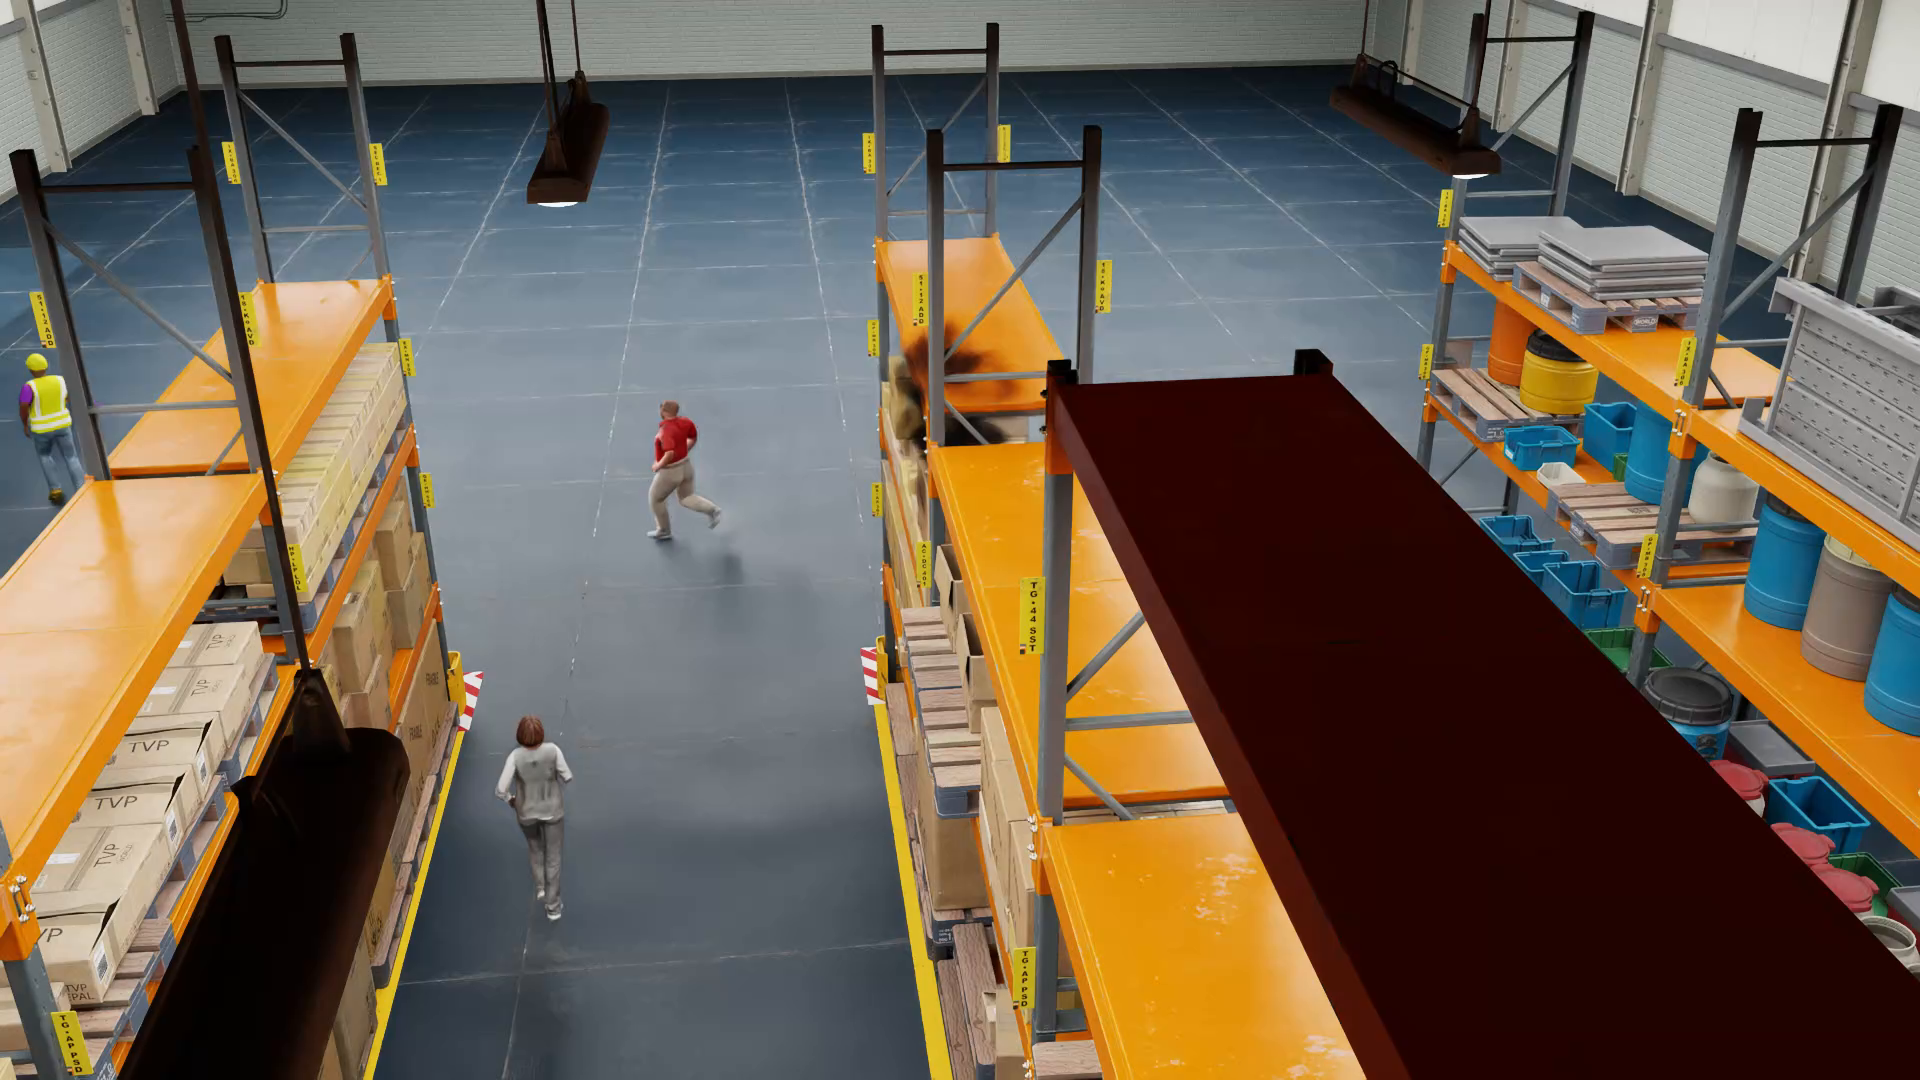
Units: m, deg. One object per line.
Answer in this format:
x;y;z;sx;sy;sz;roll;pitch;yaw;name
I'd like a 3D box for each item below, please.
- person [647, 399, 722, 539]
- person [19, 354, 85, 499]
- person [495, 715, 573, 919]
-3.077;-0.730;18.135;0.939;1.708;0.651;15;29;29;person
-10.388;-1.253;19.077;0.720;1.834;0.787;-23;34;-39;person
-3.008;1.971;11.914;0.514;1.679;0.644;-4;26;-9;person
